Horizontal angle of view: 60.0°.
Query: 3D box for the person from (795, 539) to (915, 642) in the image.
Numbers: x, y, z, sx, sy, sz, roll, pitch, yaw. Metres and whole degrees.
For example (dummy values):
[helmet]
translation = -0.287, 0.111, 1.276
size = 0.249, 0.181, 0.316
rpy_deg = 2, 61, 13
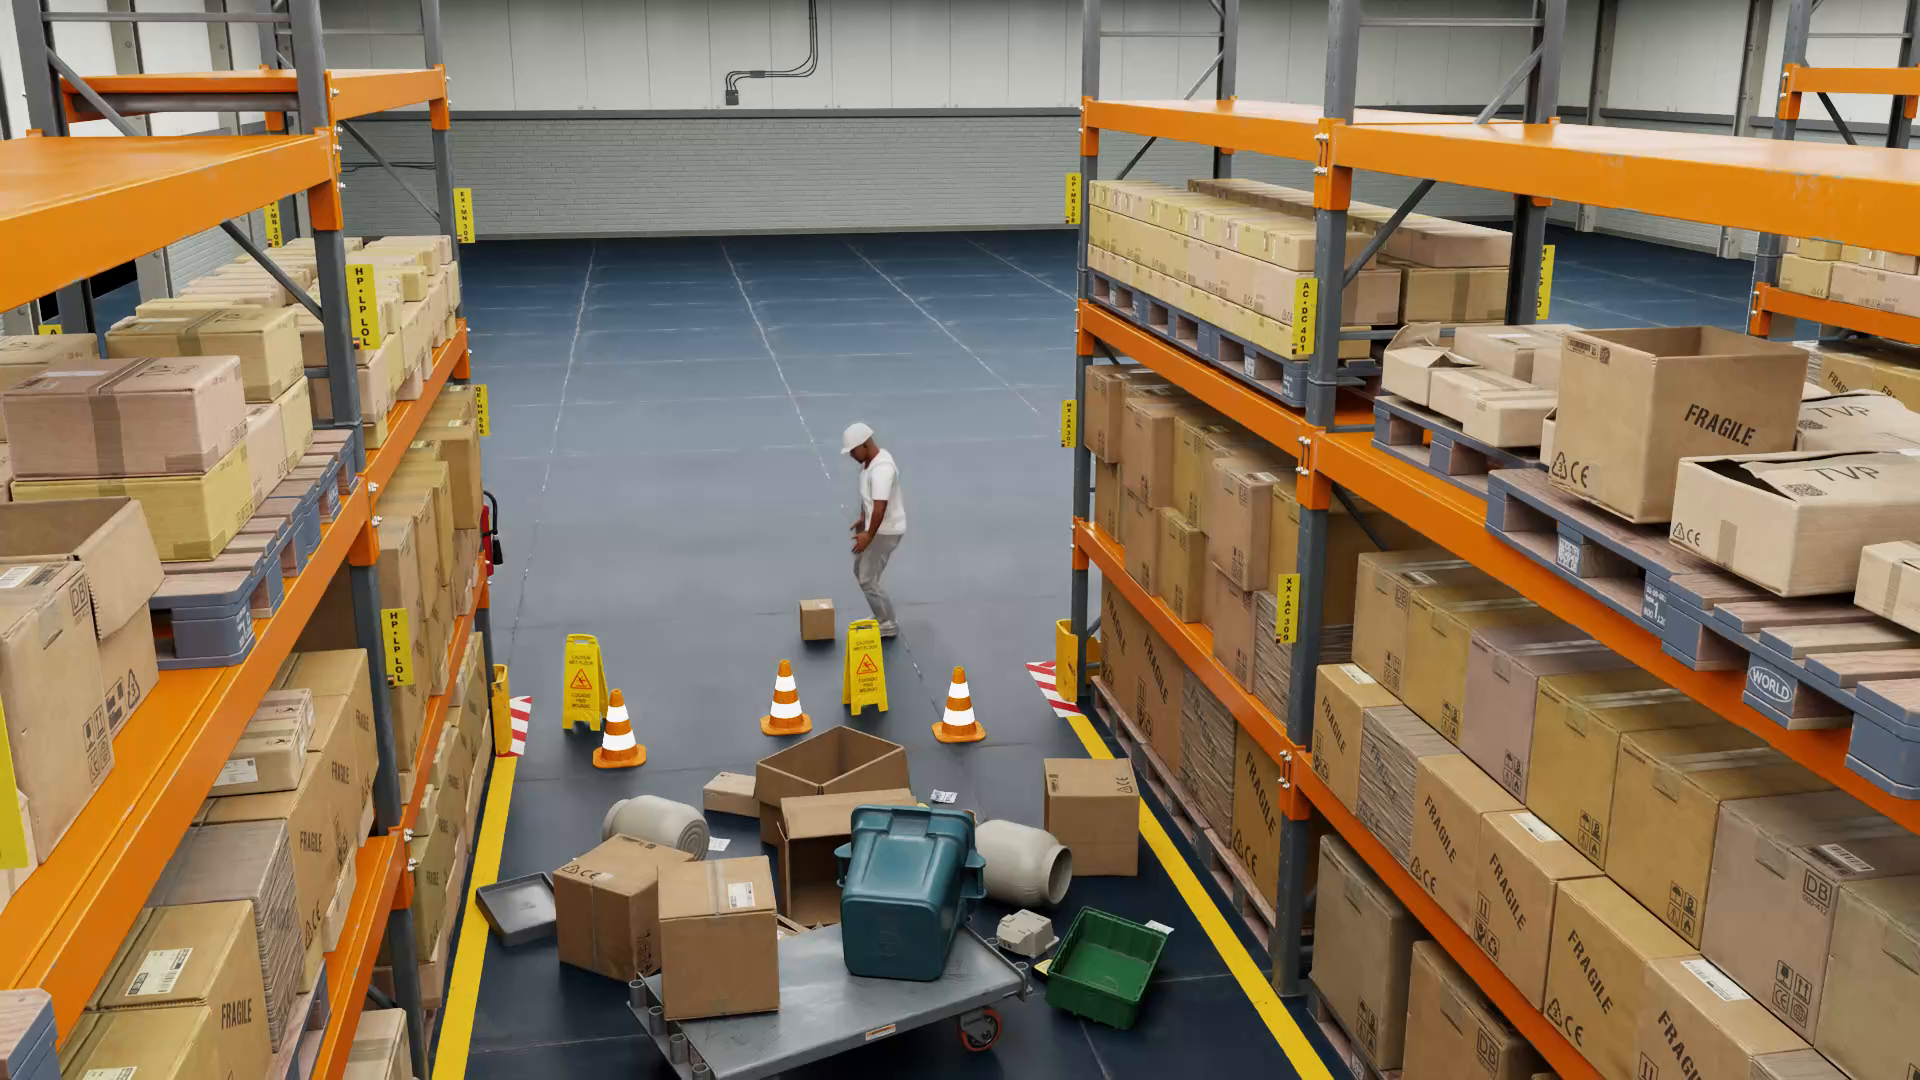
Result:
[person]
translation = -0.818, 0.394, 13.012
size = 0.934, 0.888, 0.533
rpy_deg = -3, 17, -11
